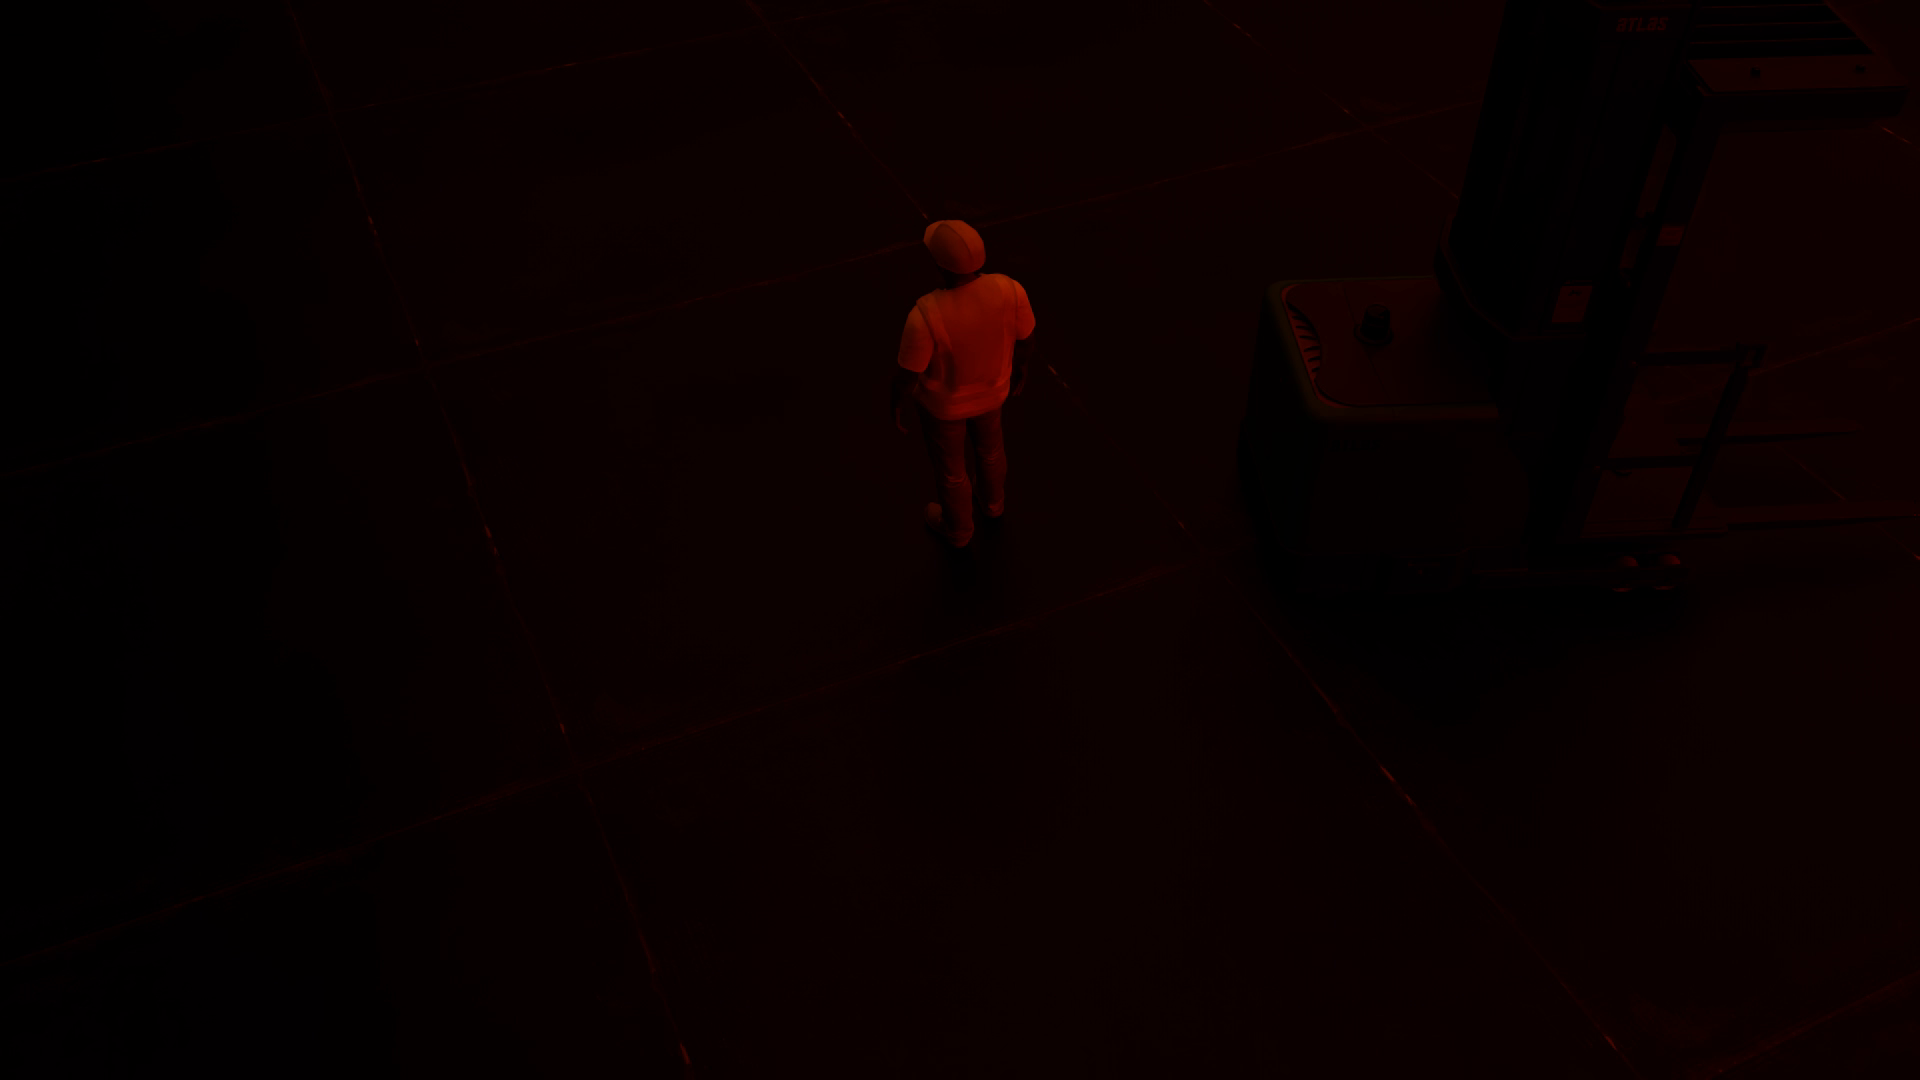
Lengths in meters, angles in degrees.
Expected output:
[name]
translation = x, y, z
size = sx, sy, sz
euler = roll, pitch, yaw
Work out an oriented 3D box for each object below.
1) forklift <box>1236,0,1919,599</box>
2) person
[forklift]
translation = 2.893, -1.197, 6.963
size = 3.031, 2.935, 1.130
euler = -2, 43, -3
[person]
translation = -0.025, -0.696, 7.269
size = 0.666, 1.768, 0.575
euler = -18, 46, -18
